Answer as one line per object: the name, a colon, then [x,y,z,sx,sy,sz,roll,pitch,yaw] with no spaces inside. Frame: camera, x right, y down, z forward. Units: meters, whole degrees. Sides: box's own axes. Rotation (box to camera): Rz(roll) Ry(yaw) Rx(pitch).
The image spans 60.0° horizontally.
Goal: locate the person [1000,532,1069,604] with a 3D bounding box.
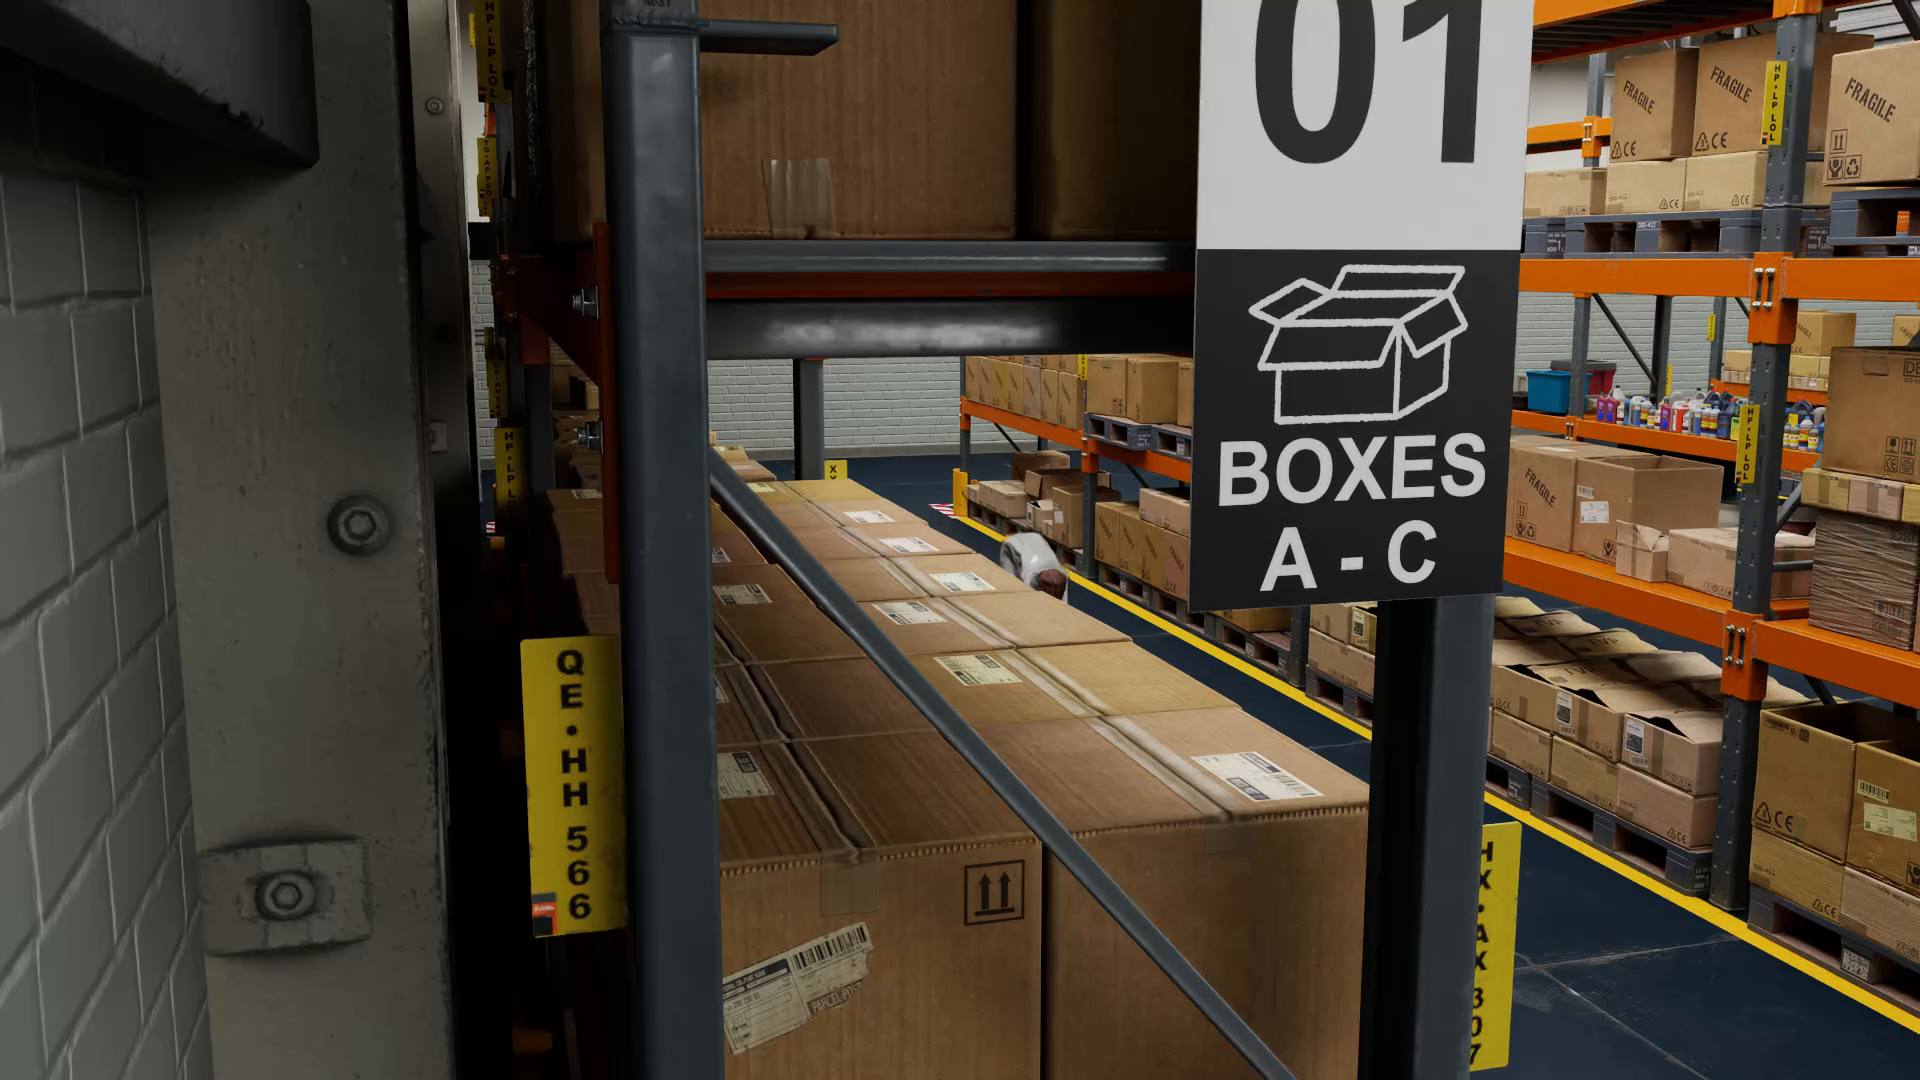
person: [0.551,0.411,11.805,0.425,0.873,0.853,-3,10,-19]
